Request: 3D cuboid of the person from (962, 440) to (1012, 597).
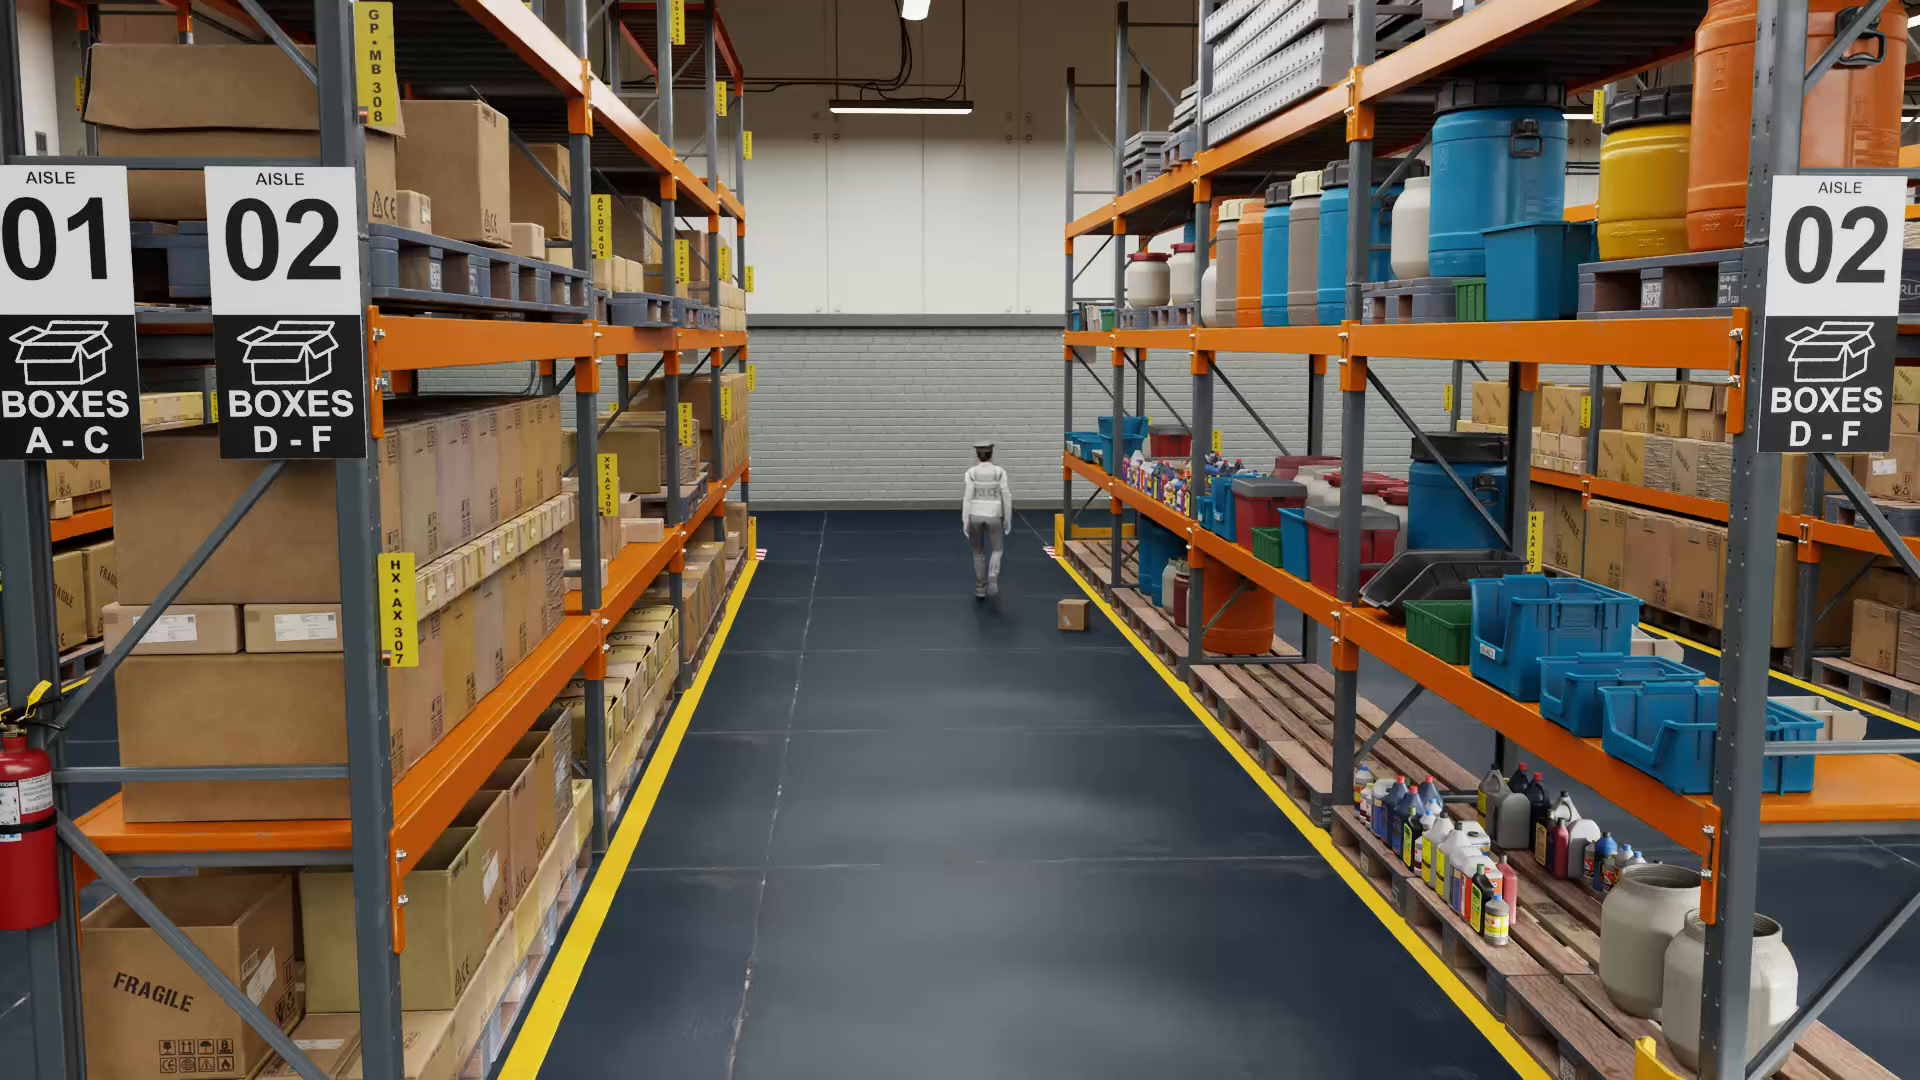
[{"bbox_3d":[0.281,-0.206,17.263,0.513,1.637,0.675,0,7,1],"label":"person"}]
